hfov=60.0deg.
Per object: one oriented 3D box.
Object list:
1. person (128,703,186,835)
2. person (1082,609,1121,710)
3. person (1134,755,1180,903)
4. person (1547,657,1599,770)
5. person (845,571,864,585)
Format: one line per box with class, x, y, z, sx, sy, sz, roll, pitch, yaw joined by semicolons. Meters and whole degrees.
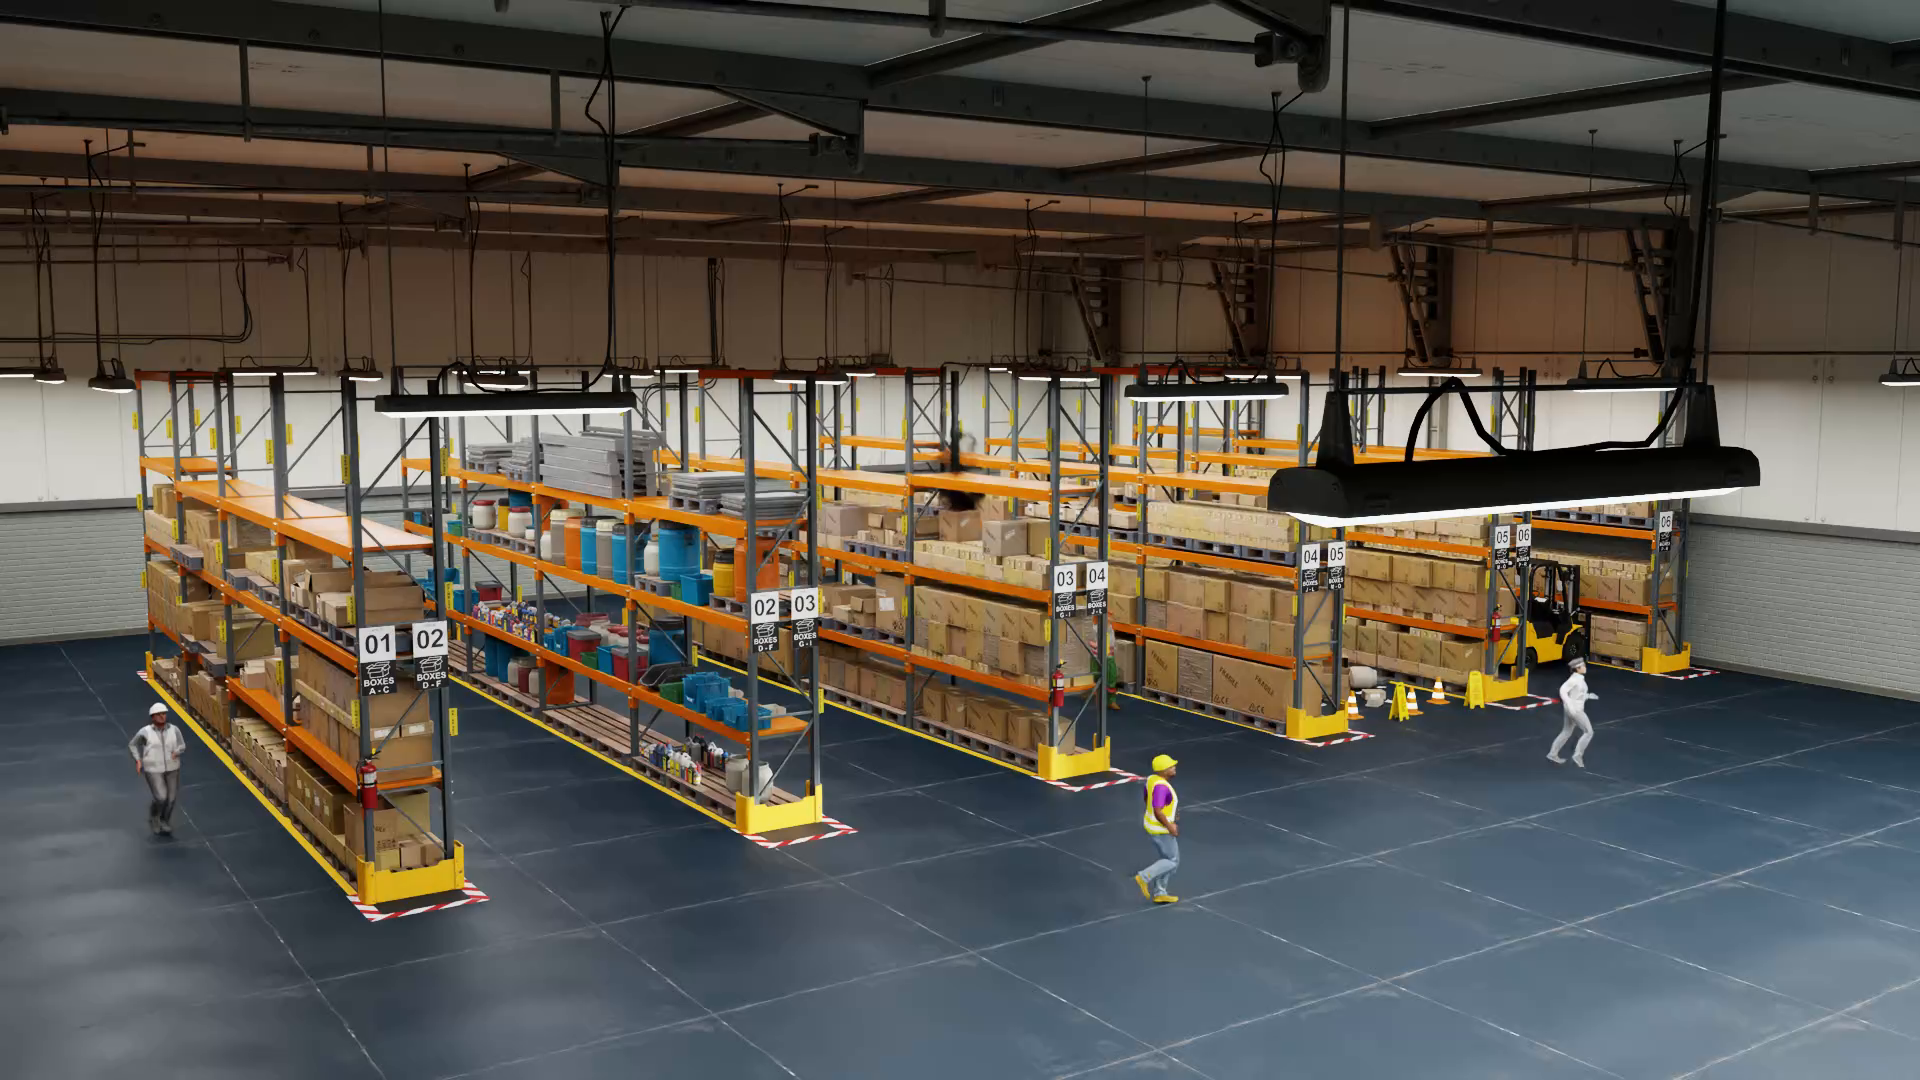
person;-10.441;3.001;21.757;0.639;1.736;0.651;-6;9;-44
person;2.521;2.093;29.673;0.634;1.777;0.984;-5;8;-35
person;2.278;3.323;19.154;0.632;1.734;0.691;-1;7;-10
person;9.367;2.641;25.411;0.713;1.741;0.584;2;7;15
person;-2.728;0.683;42.455;0.700;1.749;0.682;-5;8;-37
